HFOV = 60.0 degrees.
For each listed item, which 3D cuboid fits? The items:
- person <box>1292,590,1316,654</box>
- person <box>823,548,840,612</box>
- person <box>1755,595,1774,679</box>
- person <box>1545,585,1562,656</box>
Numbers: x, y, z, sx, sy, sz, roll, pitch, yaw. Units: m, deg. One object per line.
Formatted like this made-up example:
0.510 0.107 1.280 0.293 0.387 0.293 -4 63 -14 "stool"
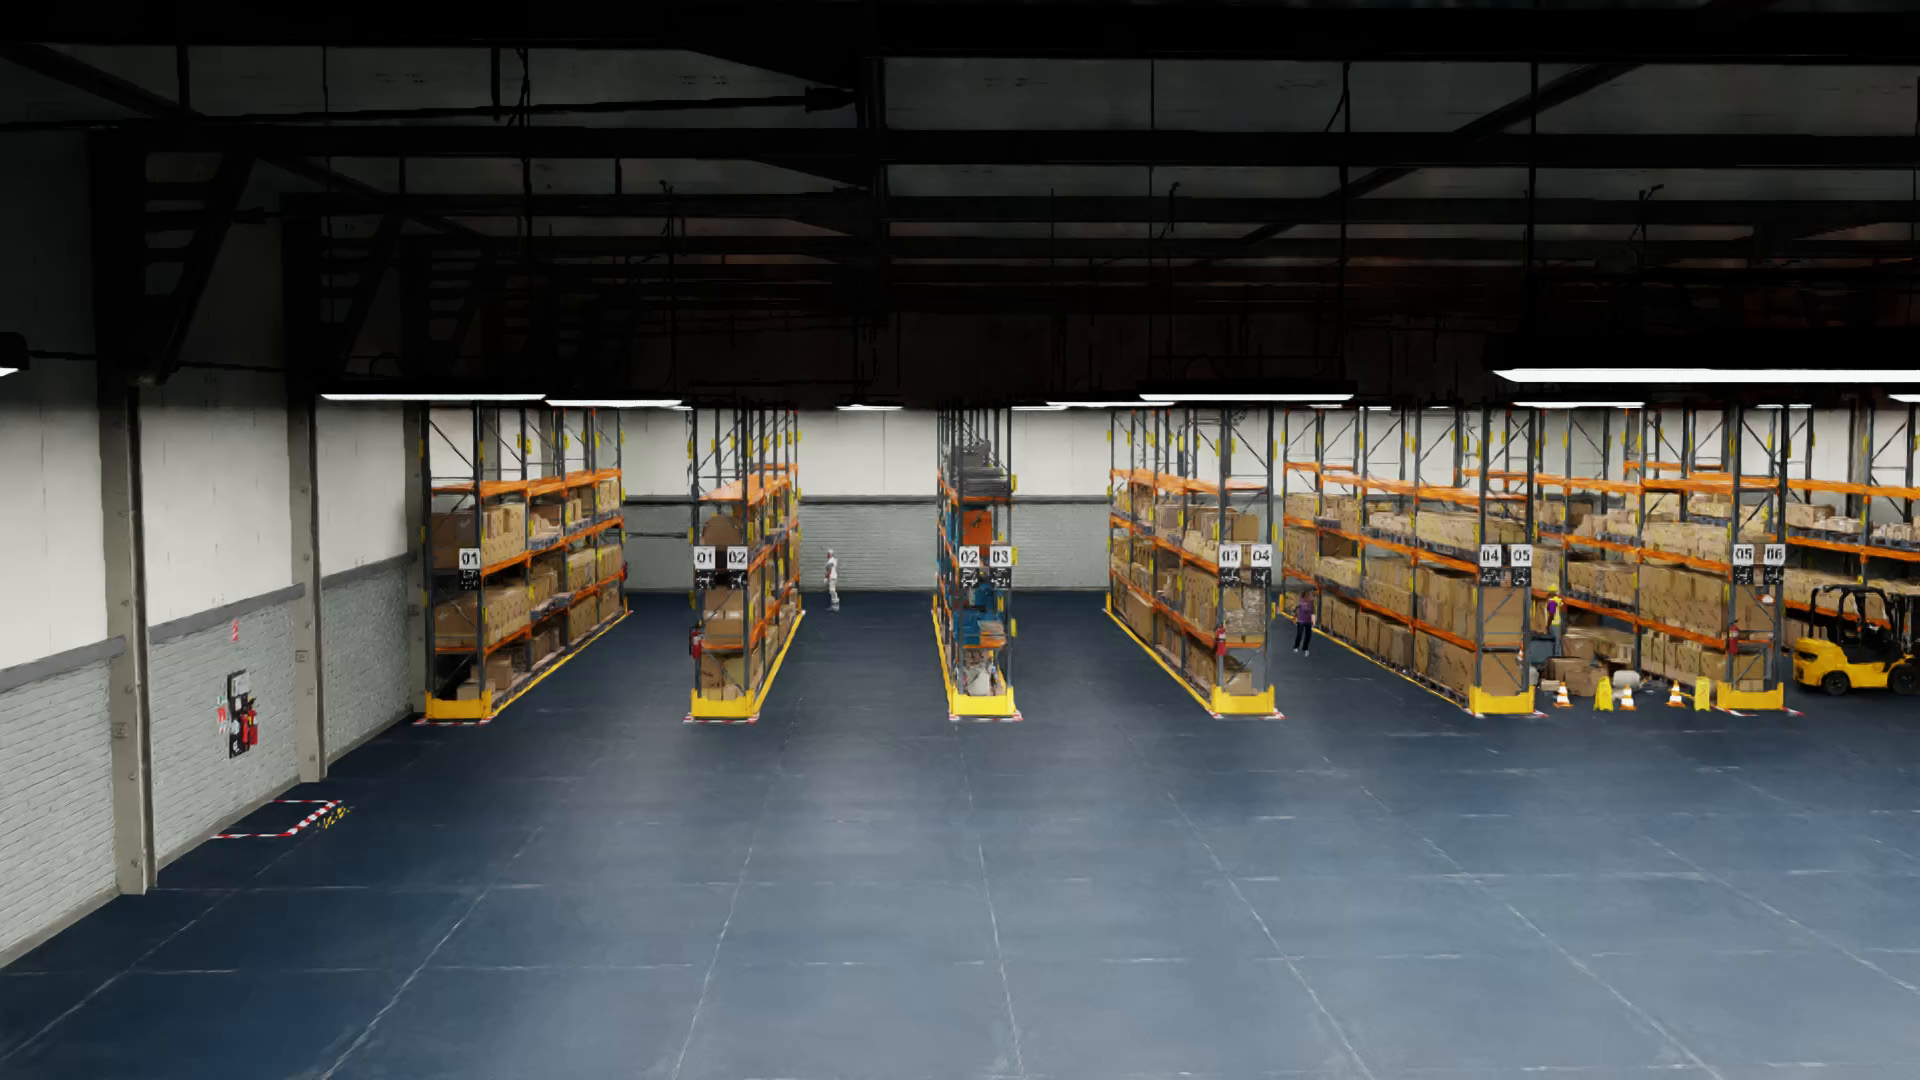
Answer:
8.092 1.934 39.191 0.552 1.540 0.509 0 4 -5 "person"
-3.673 1.143 47.753 0.469 1.812 0.568 1 4 10 "person"
17.322 2.064 35.690 0.463 1.782 0.598 -2 5 -29 "person"
13.456 1.901 37.891 0.591 1.763 0.685 2 5 23 "person"
